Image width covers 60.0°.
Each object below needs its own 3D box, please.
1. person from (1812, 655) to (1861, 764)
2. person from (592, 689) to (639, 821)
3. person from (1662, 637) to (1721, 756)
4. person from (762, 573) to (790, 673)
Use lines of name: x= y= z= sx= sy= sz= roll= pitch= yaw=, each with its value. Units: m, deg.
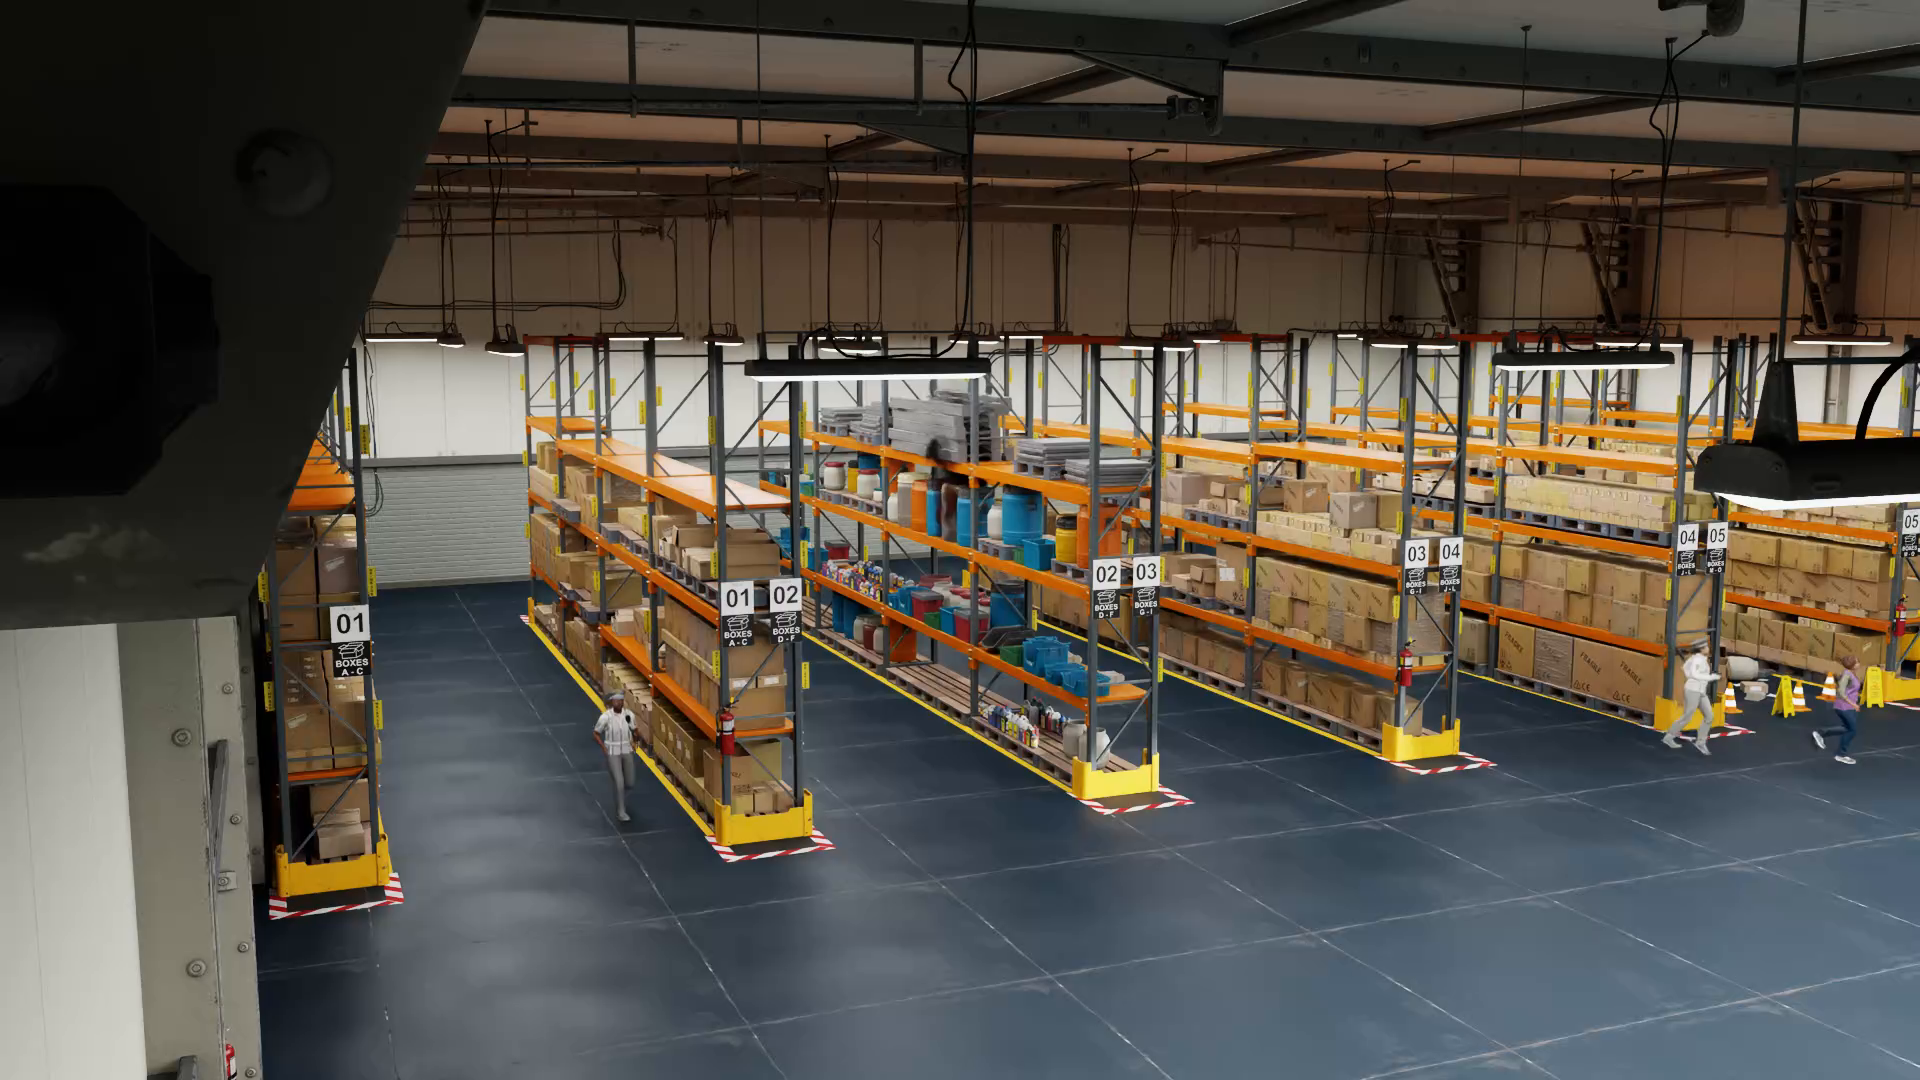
person: x=12.585 y=2.406 z=23.841 sx=0.608 sy=1.579 sz=0.544 roll=5 pitch=9 yaw=32
person: x=-4.369 y=2.701 z=21.192 sx=0.580 sy=1.655 sz=0.701 roll=-4 pitch=9 yaw=-28
person: x=10.794 y=2.271 z=24.454 sx=0.705 sy=1.712 sz=0.623 roll=5 pitch=9 yaw=35
person: x=-3.136 y=1.404 z=28.507 sx=0.683 sy=1.752 sz=0.667 roll=-4 pitch=8 yaw=-26
